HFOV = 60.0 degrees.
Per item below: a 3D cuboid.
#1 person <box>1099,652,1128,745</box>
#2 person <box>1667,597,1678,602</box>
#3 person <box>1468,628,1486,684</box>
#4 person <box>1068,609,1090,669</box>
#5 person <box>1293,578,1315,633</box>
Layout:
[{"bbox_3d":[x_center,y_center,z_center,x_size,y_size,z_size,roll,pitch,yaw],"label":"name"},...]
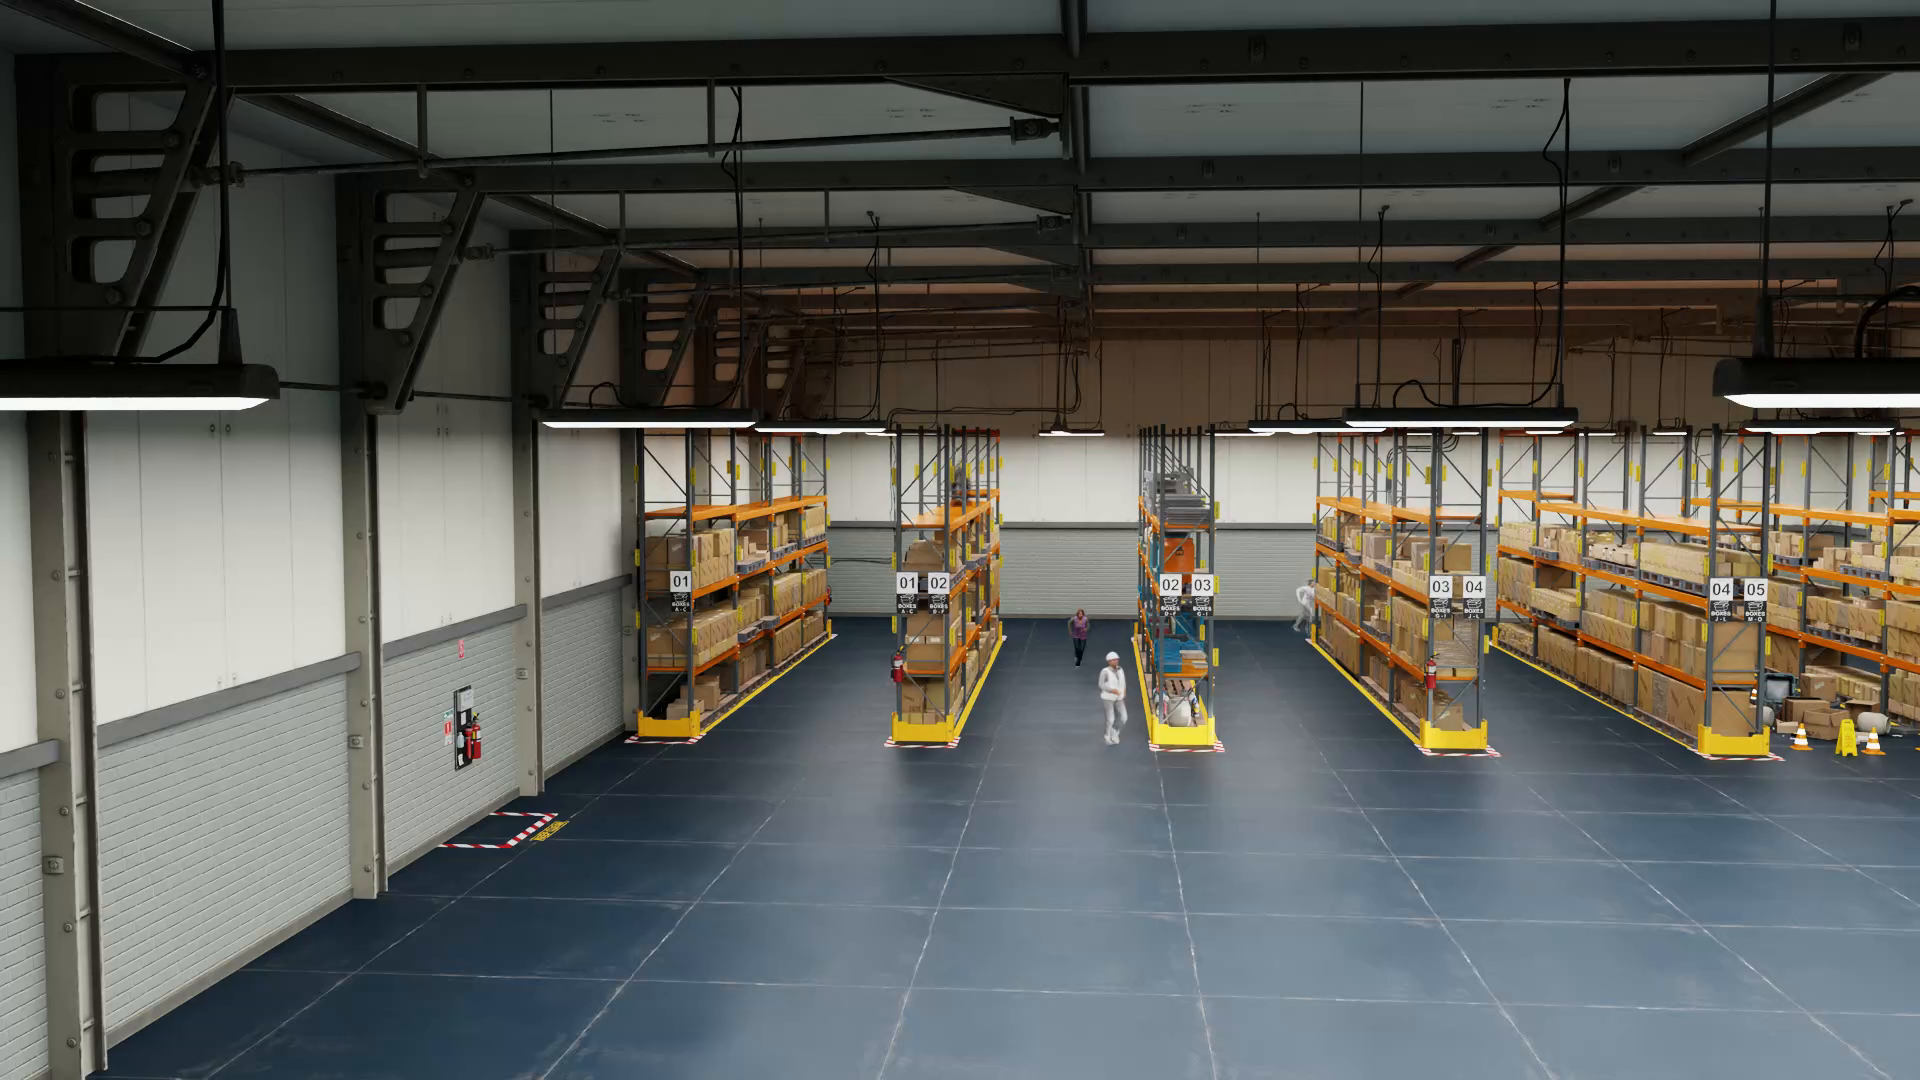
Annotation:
[{"bbox_3d":[2.890,2.965,31.005,0.676,1.762,0.643,-2,4,-28],"label":"person"},{"bbox_3d":[20.229,1.999,47.133,0.956,1.693,0.723,1,4,17],"label":"person"},{"bbox_3d":[12.003,2.503,39.251,0.718,1.739,0.974,0,3,-4],"label":"person"},{"bbox_3d":[2.946,2.455,41.139,0.524,1.525,0.736,0,3,-5],"label":"person"},{"bbox_3d":[10.145,1.938,48.750,0.892,1.682,0.606,3,5,45],"label":"person"}]
